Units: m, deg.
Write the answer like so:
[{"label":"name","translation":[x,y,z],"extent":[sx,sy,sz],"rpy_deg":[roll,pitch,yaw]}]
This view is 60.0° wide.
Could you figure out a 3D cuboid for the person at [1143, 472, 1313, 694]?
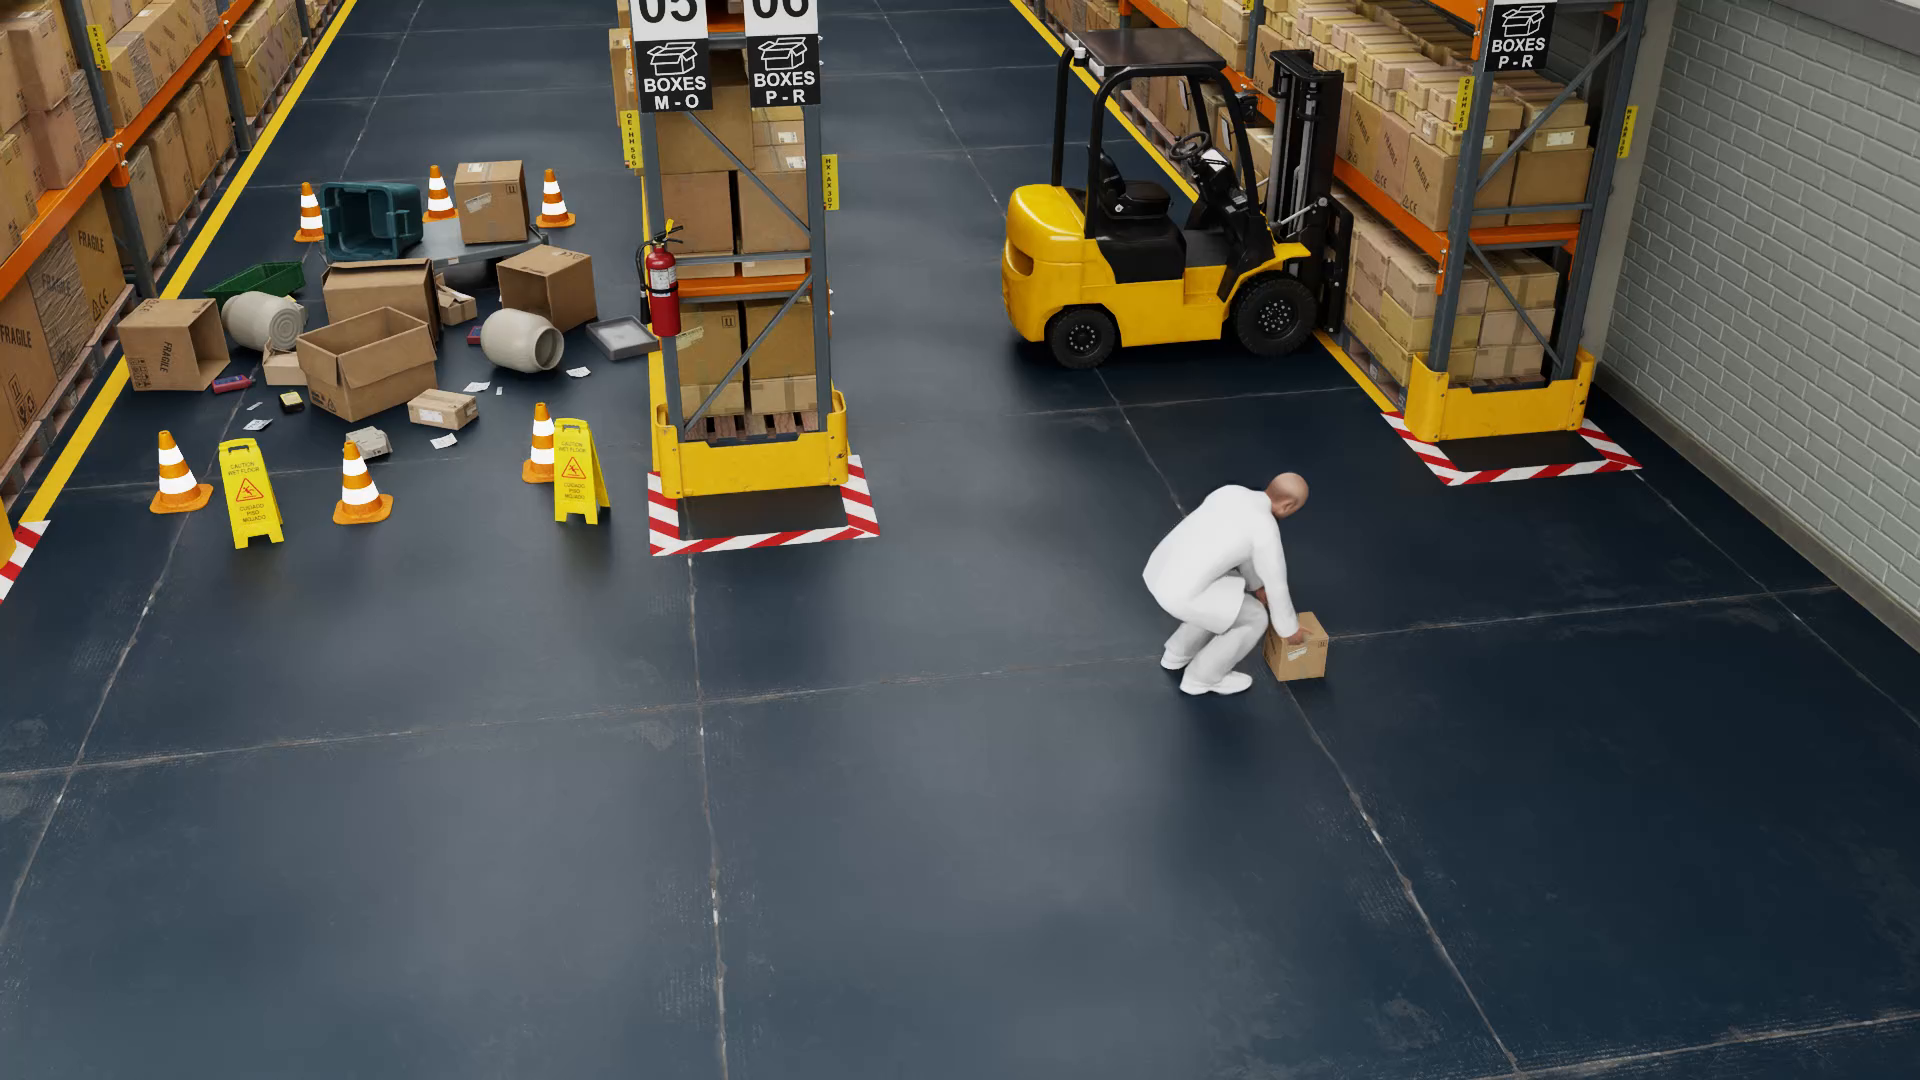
[{"label":"person","translation":[1.344,0.203,8.458],"extent":[0.854,1.125,0.616],"rpy_deg":[-5,31,-9]}]
